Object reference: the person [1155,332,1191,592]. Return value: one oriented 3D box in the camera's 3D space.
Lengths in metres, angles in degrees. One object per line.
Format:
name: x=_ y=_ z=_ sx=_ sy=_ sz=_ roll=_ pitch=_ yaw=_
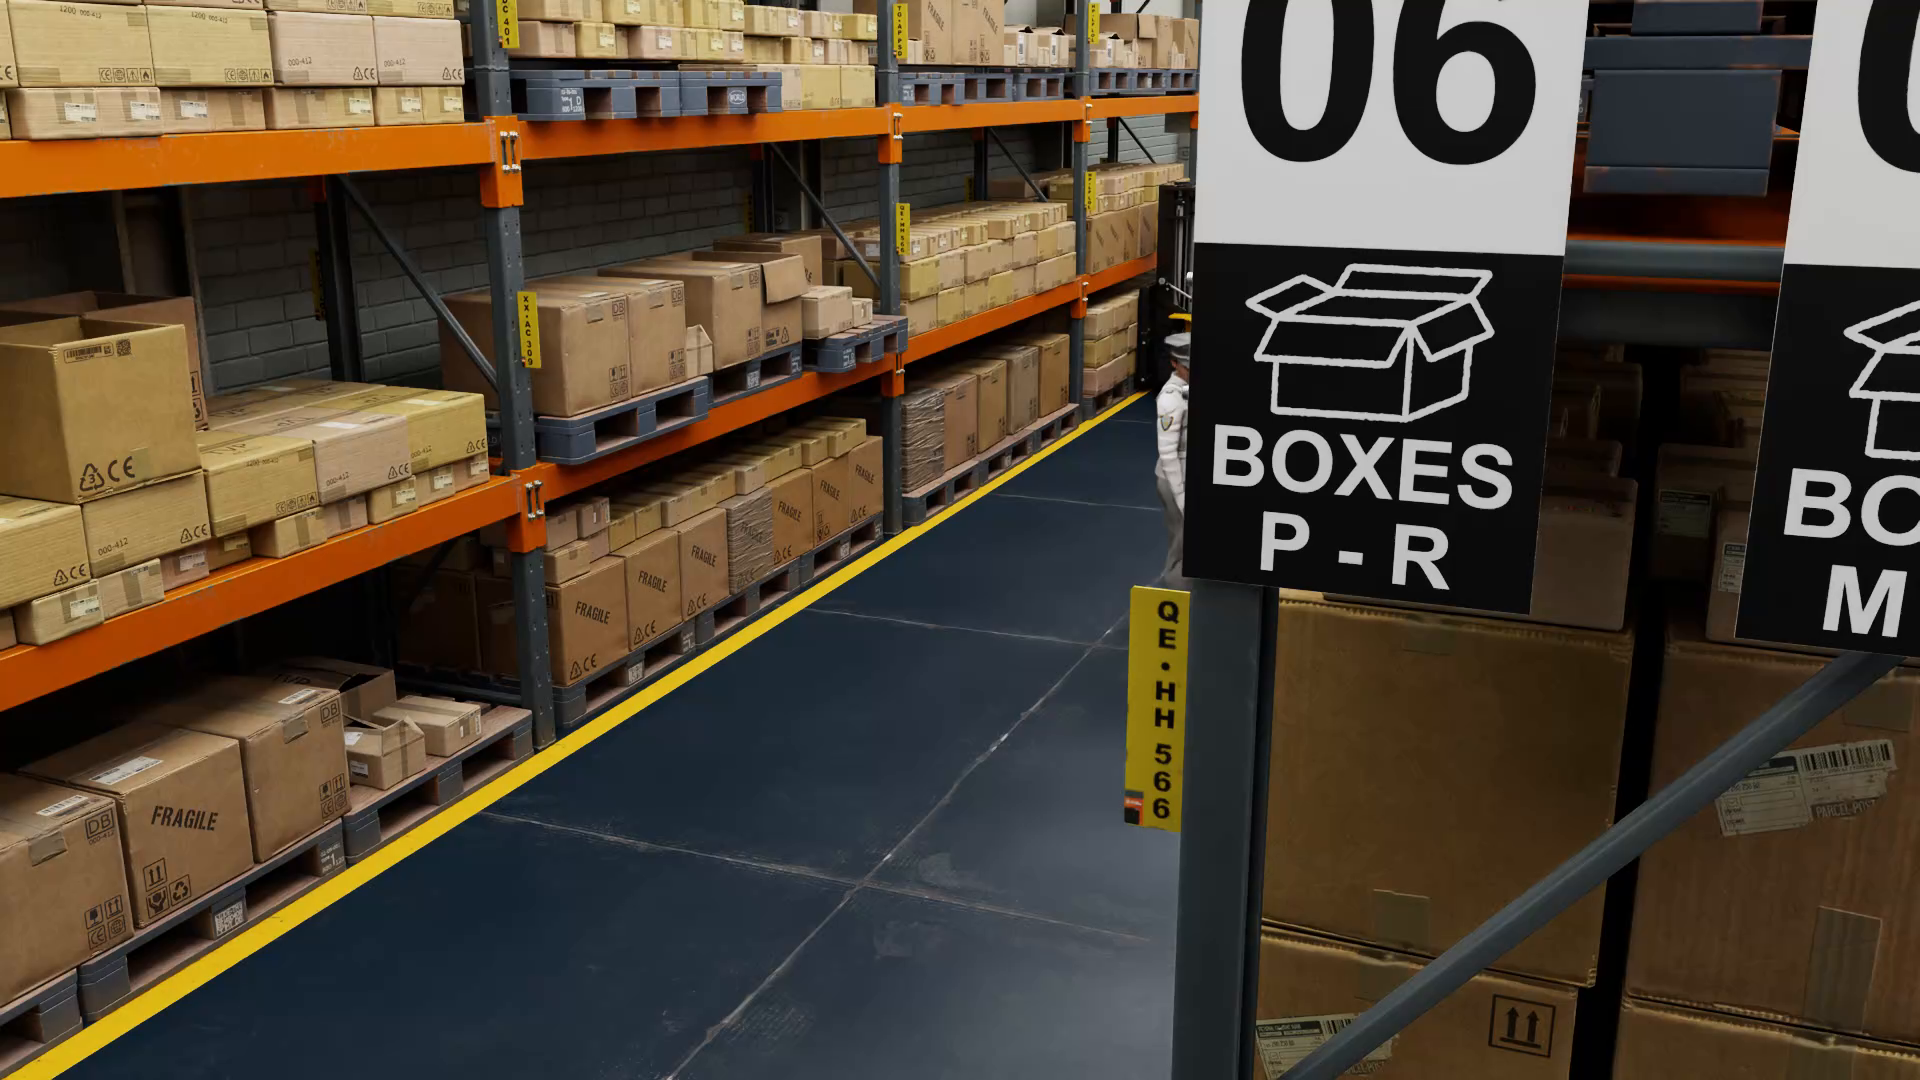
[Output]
person: x=1.257 y=-0.278 z=9.048 sx=0.383 sy=1.717 sz=0.584 roll=6 pitch=17 yaw=22
